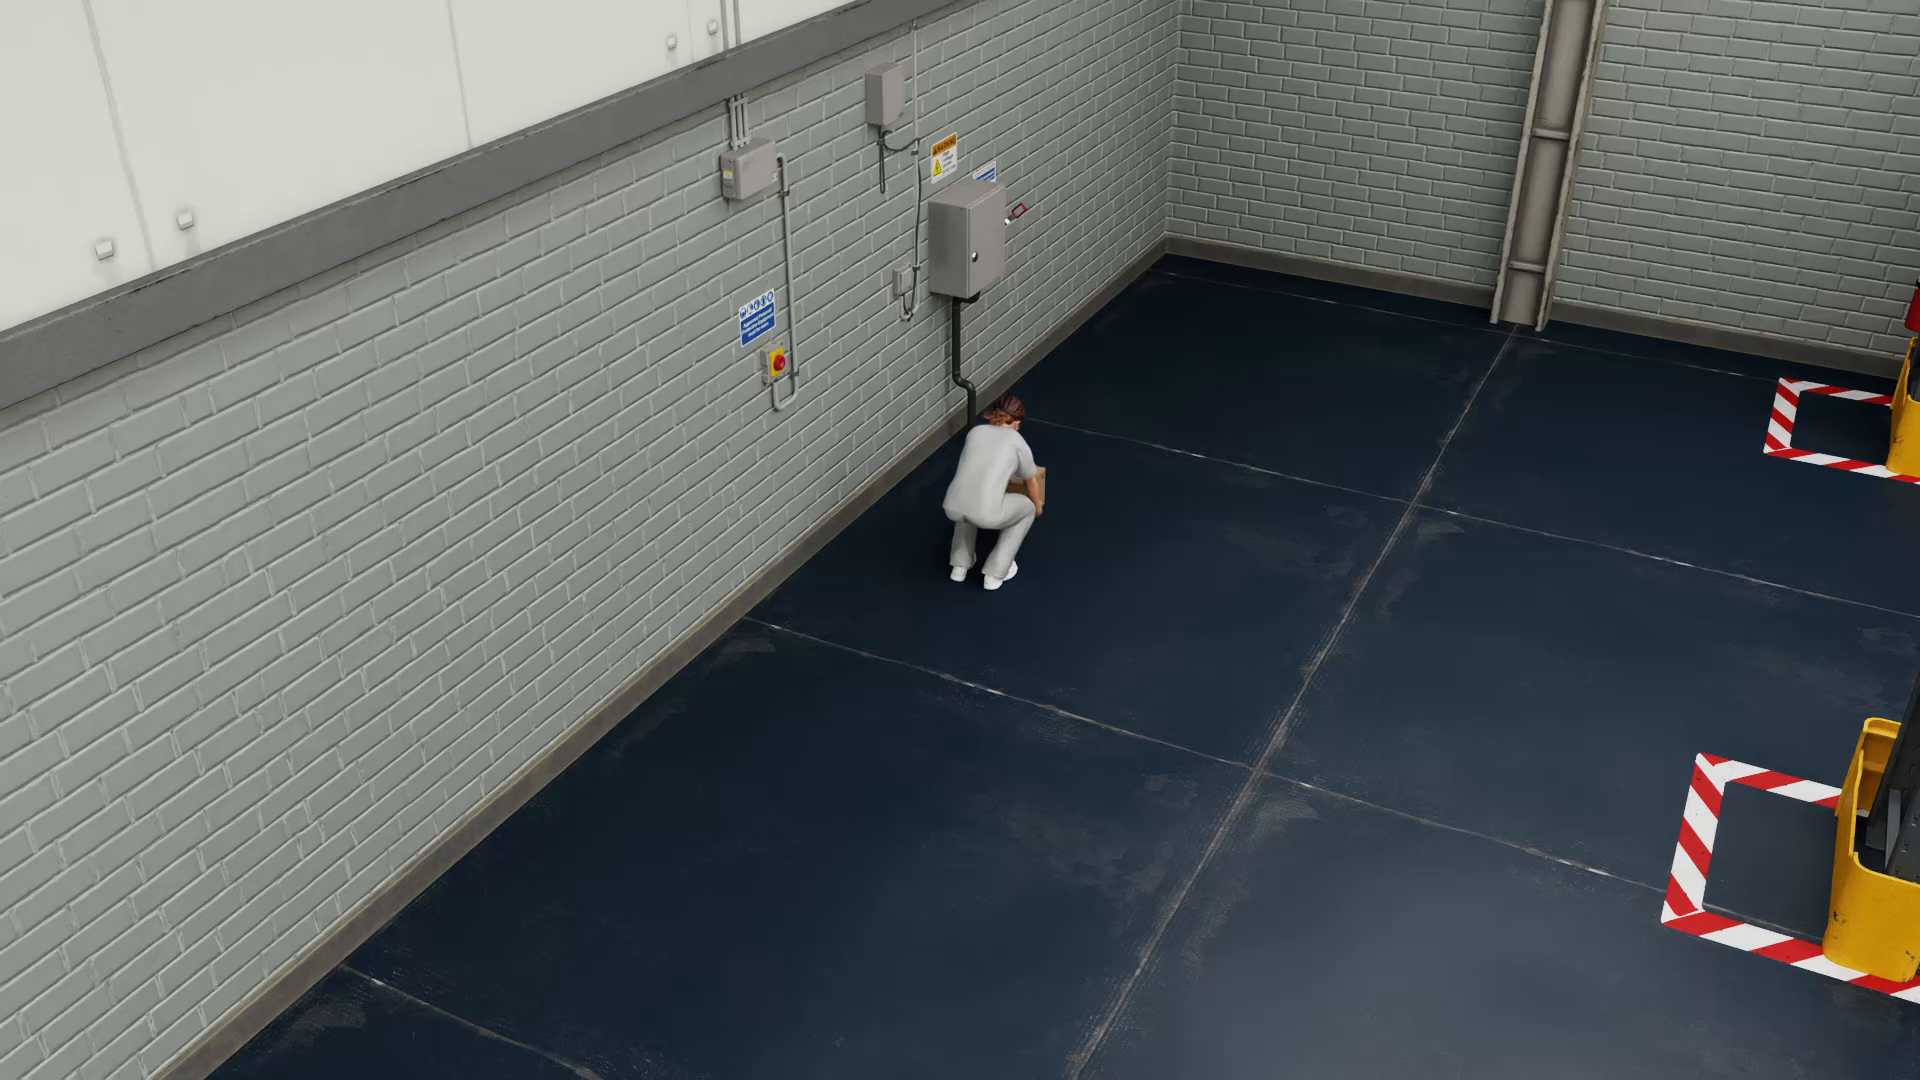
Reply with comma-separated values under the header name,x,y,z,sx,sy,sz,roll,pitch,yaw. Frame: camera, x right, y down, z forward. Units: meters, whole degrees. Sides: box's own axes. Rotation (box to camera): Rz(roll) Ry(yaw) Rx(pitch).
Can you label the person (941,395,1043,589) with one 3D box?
name,x,y,z,sx,sy,sz,roll,pitch,yaw
person,0.187,-0.272,9.486,0.471,0.943,0.842,13,33,22
